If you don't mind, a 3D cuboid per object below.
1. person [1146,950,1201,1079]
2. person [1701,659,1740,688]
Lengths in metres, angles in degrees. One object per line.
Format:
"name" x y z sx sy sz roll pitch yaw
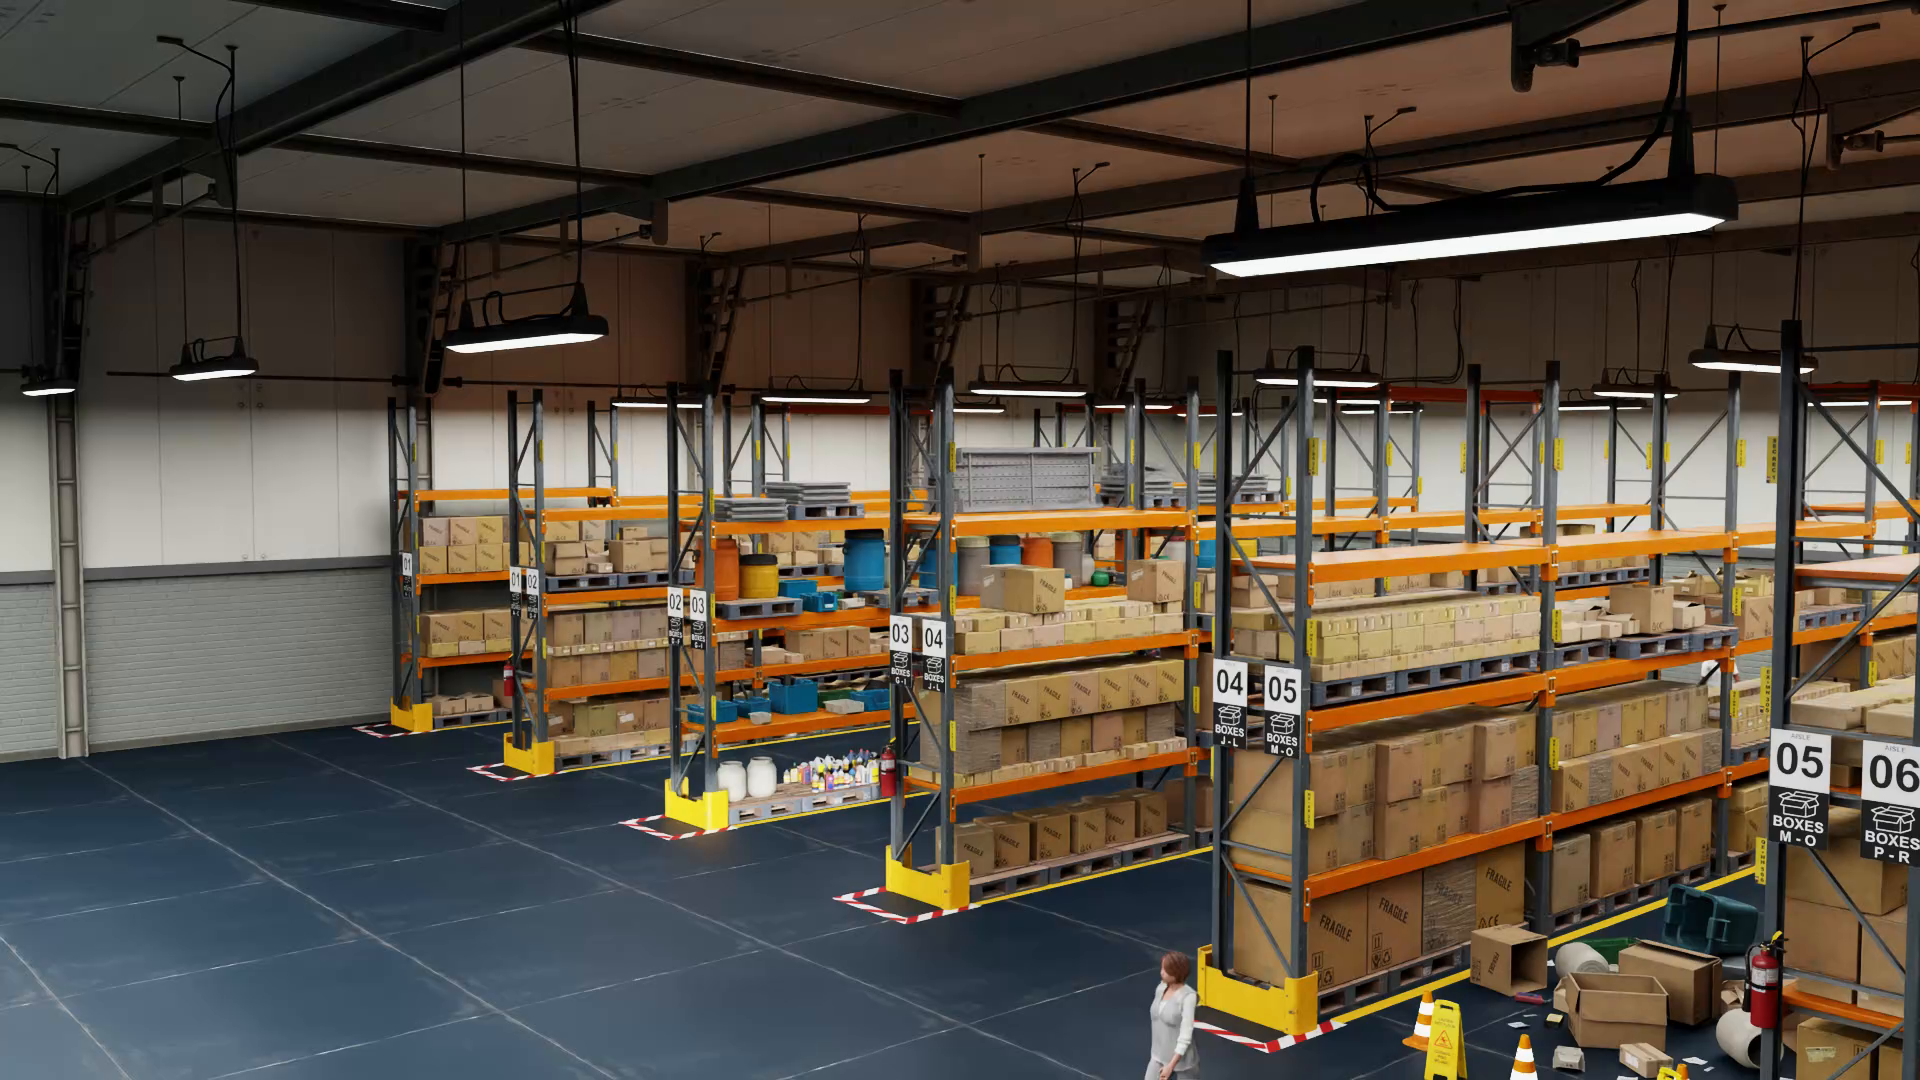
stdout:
"person" 1.467 3.683 11.728 0.875 1.555 0.445 -2 4 -31
"person" 13.157 2.614 28.771 0.629 1.751 0.864 1 3 11
